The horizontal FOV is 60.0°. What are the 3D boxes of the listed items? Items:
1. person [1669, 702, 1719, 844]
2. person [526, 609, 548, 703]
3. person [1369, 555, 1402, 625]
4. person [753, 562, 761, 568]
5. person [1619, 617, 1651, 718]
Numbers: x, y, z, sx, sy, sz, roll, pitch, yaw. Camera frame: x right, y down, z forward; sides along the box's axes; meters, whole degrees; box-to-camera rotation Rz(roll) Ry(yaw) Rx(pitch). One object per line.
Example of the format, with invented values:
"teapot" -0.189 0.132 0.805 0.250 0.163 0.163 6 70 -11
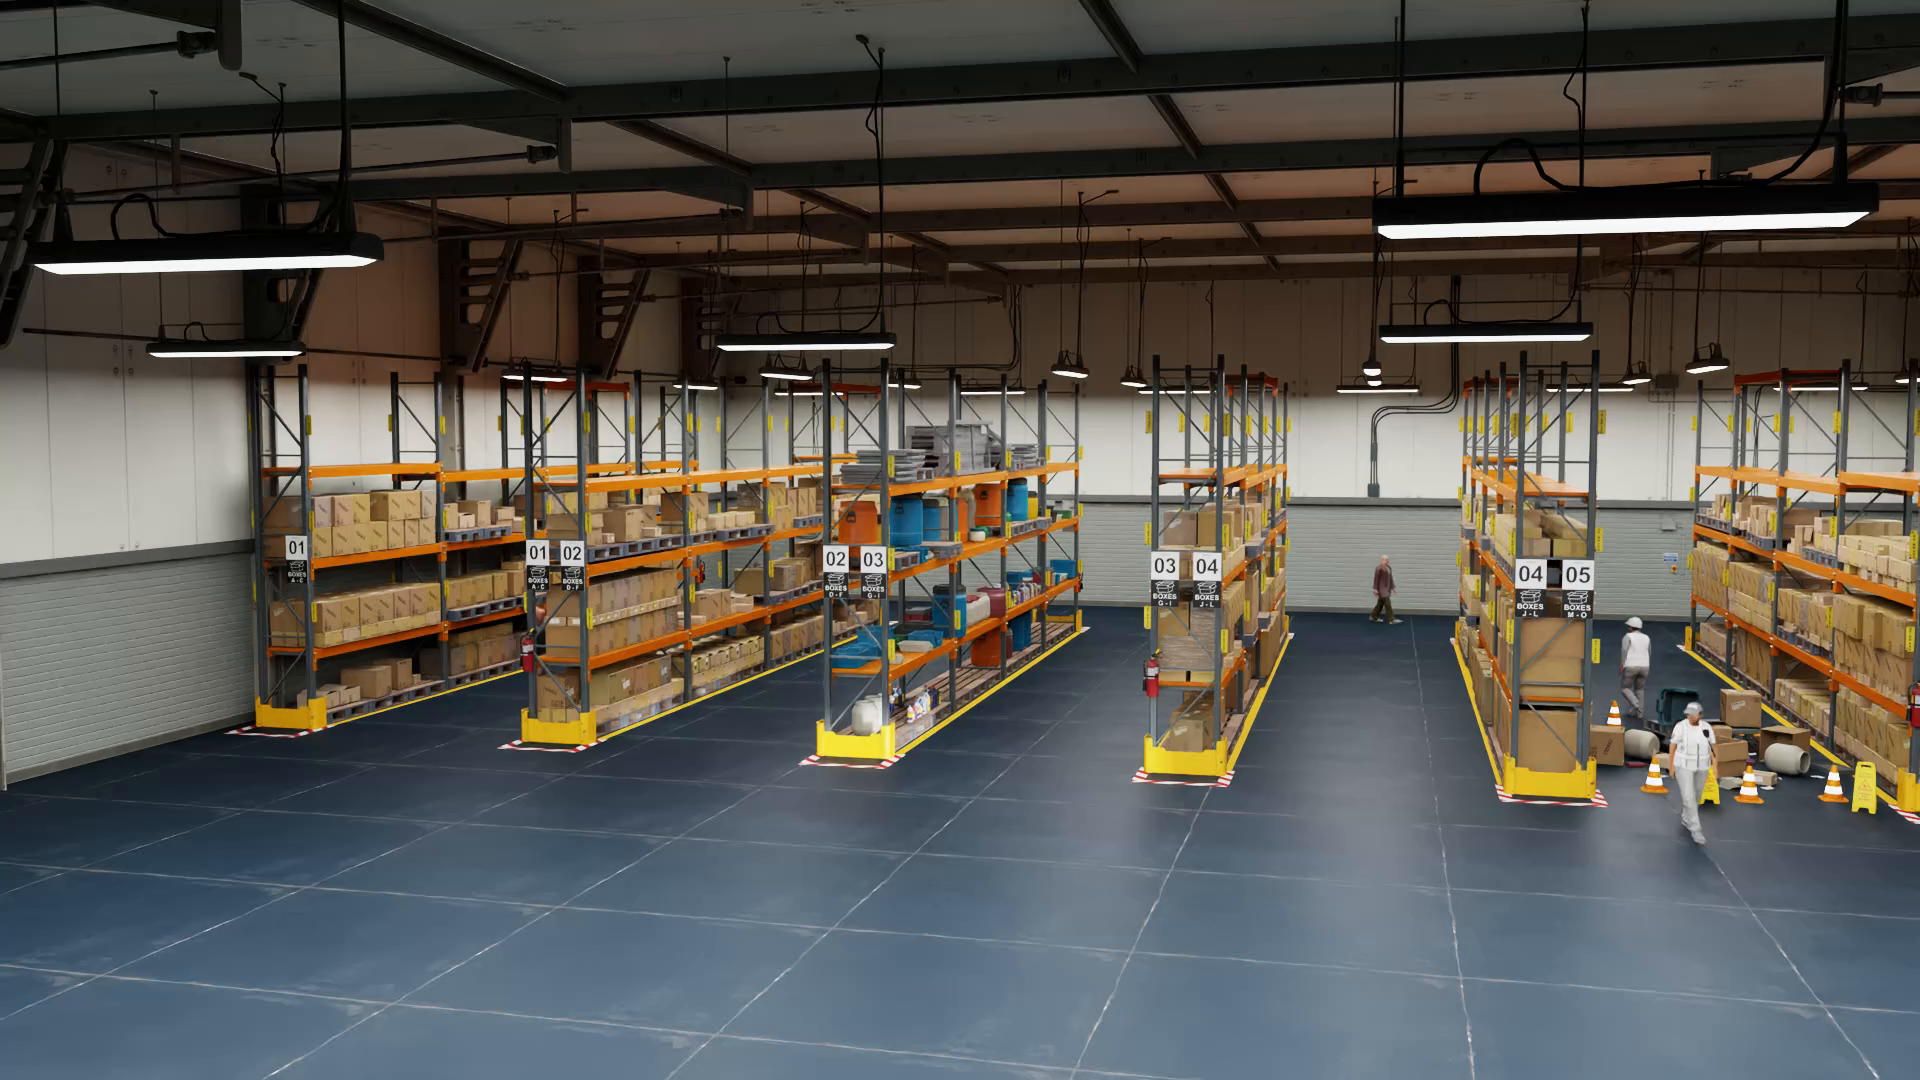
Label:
"person" 8.923 2.778 20.179 0.508 1.628 0.885 0 4 2
"person" -7.626 2.081 30.086 0.532 1.659 0.988 1 4 19
"person" 10.744 1.244 41.866 0.599 1.734 1.039 -4 5 -43
"person" -5.020 1.365 40.758 0.459 1.658 0.492 -3 5 -34
"person" 11.613 2.189 28.556 0.580 1.699 0.750 0 4 2
